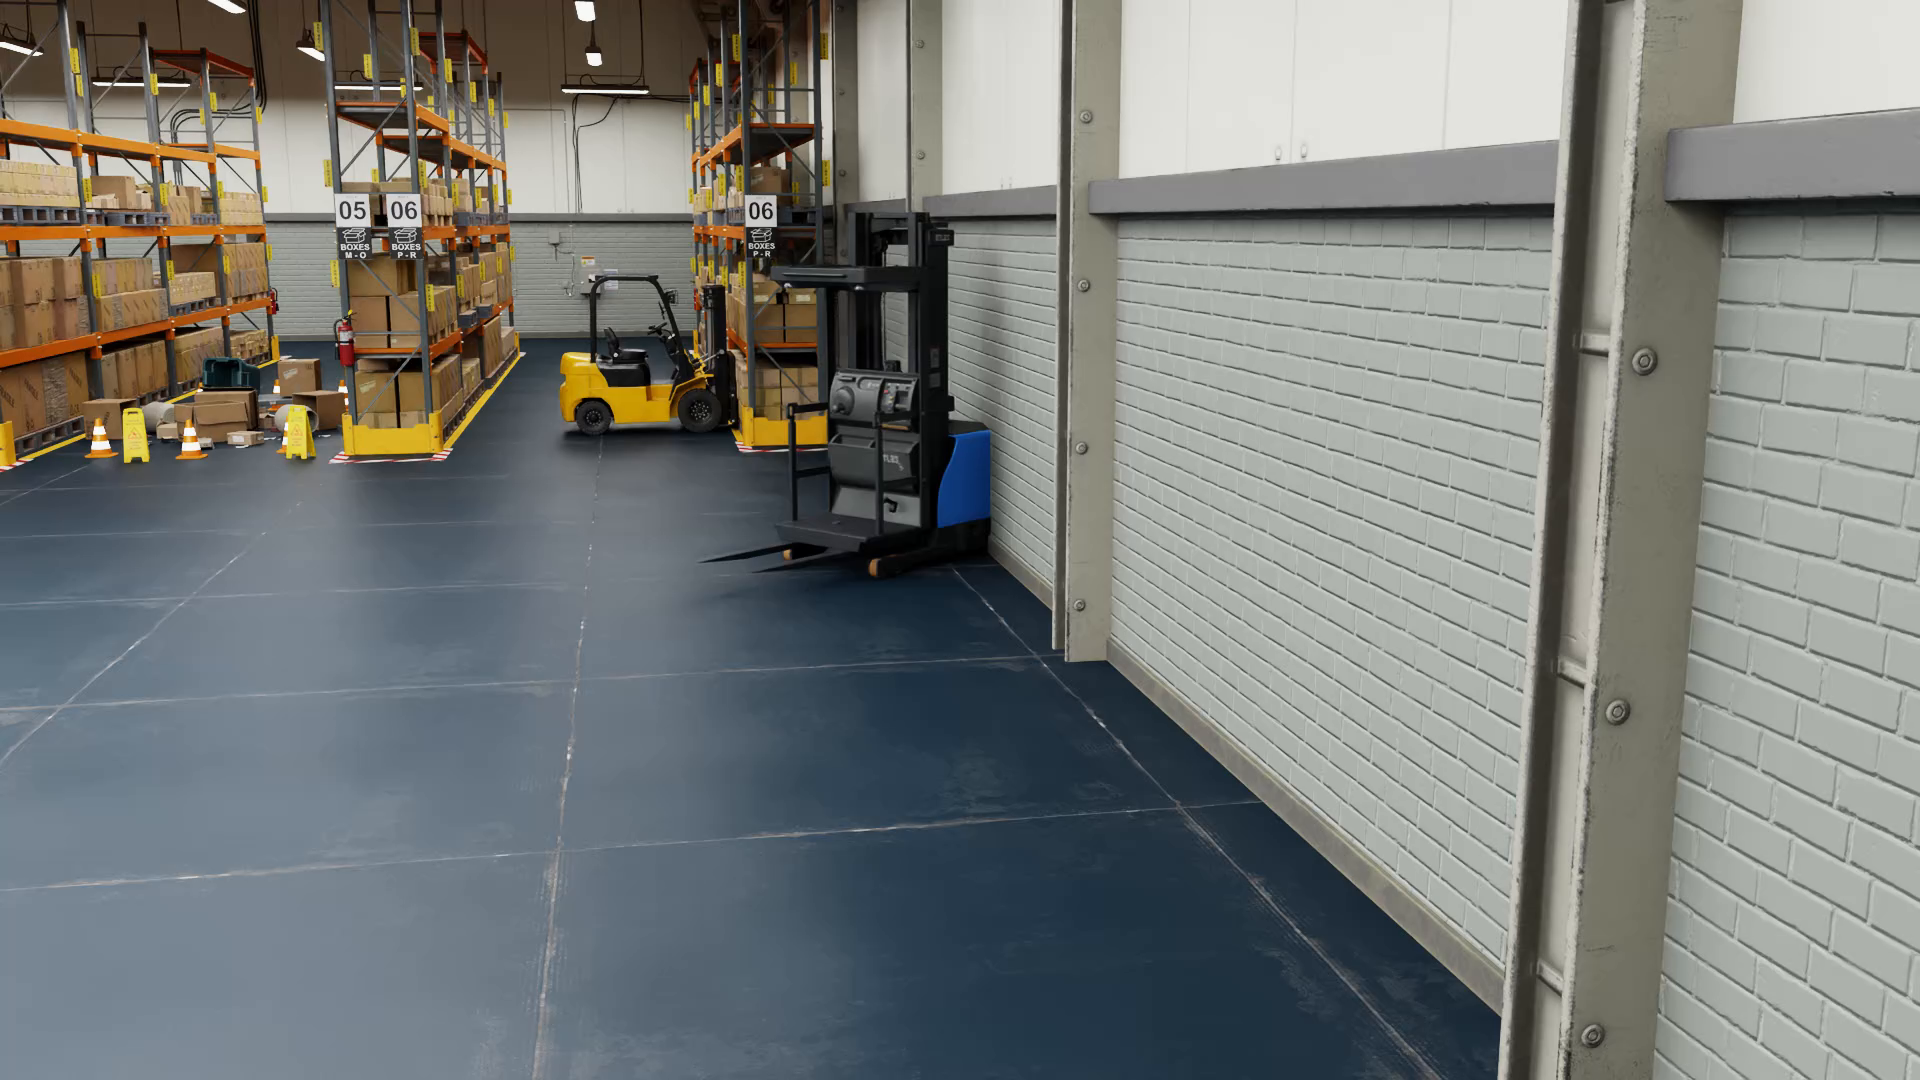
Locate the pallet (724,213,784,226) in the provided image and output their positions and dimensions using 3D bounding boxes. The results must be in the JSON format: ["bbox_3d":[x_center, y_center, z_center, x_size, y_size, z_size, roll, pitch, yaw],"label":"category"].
[{"bbox_3d":[-3.228,-5.025,26.065,0.805,0.209,1.217,-3,11,-13],"label":"pallet"}]

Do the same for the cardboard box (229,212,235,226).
[{"bbox_3d":[-14.241,-6.158,31.905,0.500,0.250,0.500,-2,11,-12],"label":"cardboard box"}]

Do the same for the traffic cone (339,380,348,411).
[{"bbox_3d":[-9.527,-2.233,25.693,0.336,0.463,0.334,-2,11,-11],"label":"traffic cone"}]

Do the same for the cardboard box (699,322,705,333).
[{"bbox_3d":[-5.352,-4.549,36.630,0.797,0.503,0.637,-3,11,-13],"label":"cardboard box"}]

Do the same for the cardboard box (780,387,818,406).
[{"bbox_3d":[-2.154,-1.946,22.290,0.500,0.250,0.500,-2,11,-10],"label":"cardboard box"}]

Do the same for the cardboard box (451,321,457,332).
[{"bbox_3d":[-7.495,-3.086,24.061,0.380,0.149,0.250,-2,11,-10],"label":"cardboard box"}]

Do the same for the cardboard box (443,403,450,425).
[{"bbox_3d":[-7.112,-1.677,22.215,0.500,0.250,0.500,-2,11,-9],"label":"cardboard box"}]

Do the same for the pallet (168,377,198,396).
[{"bbox_3d":[-13.676,-2.612,28.353,1.003,0.211,1.213,-2,11,-11],"label":"pallet"}]

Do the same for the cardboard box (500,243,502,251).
[{"bbox_3d":[-9.553,-5.977,33.899,0.380,0.149,0.250,-2,11,-11],"label":"cardboard box"}]

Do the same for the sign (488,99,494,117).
[{"bbox_3d":[-8.938,-8.237,31.697,0.100,0.325,0.005,-2,11,-11],"label":"sign"}]

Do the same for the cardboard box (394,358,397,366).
[{"bbox_3d":[-7.778,-2.409,22.321,0.380,0.149,0.250,-2,11,-9],"label":"cardboard box"}]

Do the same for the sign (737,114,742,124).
[{"bbox_3d":[-4.829,-9.185,36.467,0.100,0.325,0.005,-2,11,-11],"label":"sign"}]

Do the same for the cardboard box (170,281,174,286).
[{"bbox_3d":[-13.481,-4.354,28.009,0.380,0.149,0.250,-2,11,-13],"label":"cardboard box"}]

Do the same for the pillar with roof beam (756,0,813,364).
[{"bbox_3d":[-6.907,-6.802,26.867,9.100,9.000,0.548,-2,11,-11],"label":"pillar with roof beam"}]

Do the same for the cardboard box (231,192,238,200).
[{"bbox_3d":[-14.331,-6.718,32.446,0.380,0.149,0.250,-2,11,-8],"label":"cardboard box"}]

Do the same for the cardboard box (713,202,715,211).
[{"bbox_3d":[-4.052,-5.757,28.633,0.380,0.166,0.250,-2,11,-11],"label":"cardboard box"}]

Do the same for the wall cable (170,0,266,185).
[{"bbox_3d":[-17.686,-10.833,39.443,2.277,5.999,0.120,-2,11,-11],"label":"wall cable"}]

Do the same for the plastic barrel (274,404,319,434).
[{"bbox_3d":[-9.021,-1.628,22.616,0.512,0.421,0.421,6,12,28],"label":"plastic barrel"}]

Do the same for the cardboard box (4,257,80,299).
[{"bbox_3d":[-12.489,-3.543,22.500,0.875,0.550,0.550,-2,11,-11],"label":"cardboard box"}]

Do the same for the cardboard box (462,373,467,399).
[{"bbox_3d":[-8.017,-2.315,25.240,0.950,0.372,0.625,-2,11,-10],"label":"cardboard box"}]

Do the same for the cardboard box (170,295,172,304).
[{"bbox_3d":[-13.415,-4.010,27.793,0.380,0.149,0.250,-2,11,-12],"label":"cardboard box"}]

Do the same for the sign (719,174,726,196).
[{"bbox_3d":[-3.574,-5.345,25.009,0.100,0.325,0.005,-2,11,-11],"label":"sign"}]

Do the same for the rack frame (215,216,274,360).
[{"bbox_3d":[-15.082,-5.305,35.048,1.000,3.000,0.127,-2,11,-11],"label":"rack frame"}]

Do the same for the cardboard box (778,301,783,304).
[{"bbox_3d":[-2.213,-2.995,22.645,0.500,0.500,0.500,-2,11,-9],"label":"cardboard box"}]

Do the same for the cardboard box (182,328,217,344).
[{"bbox_3d":[-13.824,-3.696,30.151,0.500,0.250,0.500,-2,11,-8],"label":"cardboard box"}]

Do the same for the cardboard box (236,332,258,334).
[{"bbox_3d":[-14.575,-4.175,34.018,0.380,0.149,0.250,-3,11,-13],"label":"cardboard box"}]

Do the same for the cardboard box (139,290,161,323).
[{"bbox_3d":[-13.079,-3.723,26.467,0.500,0.500,0.500,-2,11,-11],"label":"cardboard box"}]

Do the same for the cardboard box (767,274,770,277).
[{"bbox_3d":[-2.677,-3.903,24.883,0.380,0.149,0.250,-2,11,-13],"label":"cardboard box"}]

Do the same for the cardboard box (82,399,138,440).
[{"bbox_3d":[-11.439,-1.630,22.419,0.500,0.500,0.500,0,11,-1],"label":"cardboard box"}]

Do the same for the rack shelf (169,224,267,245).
[{"bbox_3d":[-14.693,-6.059,32.908,1.077,0.370,4.000,-2,11,-11],"label":"rack shelf"}]

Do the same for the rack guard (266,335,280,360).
[{"bbox_3d":[-15.067,-4.063,35.209,1.175,0.500,0.348,-2,11,-11],"label":"rack guard"}]

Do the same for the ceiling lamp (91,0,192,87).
[{"bbox_3d":[-18.002,-11.543,36.162,2.000,3.185,0.800,-2,11,-11],"label":"ceiling lamp"}]

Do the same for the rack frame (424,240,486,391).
[{"bbox_3d":[-8.690,-4.037,28.383,1.000,3.000,0.127,-2,11,-11],"label":"rack frame"}]

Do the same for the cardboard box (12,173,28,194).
[{"bbox_3d":[-12.011,-4.456,20.777,0.500,0.250,0.500,-2,11,-11],"label":"cardboard box"}]

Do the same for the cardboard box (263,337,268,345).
[{"bbox_3d":[-14.699,-4.171,34.794,0.380,0.149,0.250,-2,11,-13],"label":"cardboard box"}]

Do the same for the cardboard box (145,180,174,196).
[{"bbox_3d":[-13.434,-5.916,27.917,0.396,0.266,0.258,-2,11,-11],"label":"cardboard box"}]

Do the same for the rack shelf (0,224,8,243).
[{"bbox_3d":[-19.578,-5.897,32.058,1.077,0.370,4.000,-2,11,-11],"label":"rack shelf"}]

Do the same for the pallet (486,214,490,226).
[{"bbox_3d":[-9.241,-5.983,31.100,0.805,0.209,1.217,-3,11,-13],"label":"pallet"}]

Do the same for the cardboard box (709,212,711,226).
[{"bbox_3d":[-4.258,-5.795,30.001,0.500,0.250,0.500,-2,11,-11],"label":"cardboard box"}]

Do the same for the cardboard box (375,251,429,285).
[{"bbox_3d":[-8.039,-3.901,23.932,0.700,0.500,0.500,-2,11,-12],"label":"cardboard box"}]

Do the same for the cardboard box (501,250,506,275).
[{"bbox_3d":[-9.599,-5.687,34.109,0.500,0.500,0.500,-2,11,-11],"label":"cardboard box"}]

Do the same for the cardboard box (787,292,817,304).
[{"bbox_3d":[-2.077,-3.190,21.932,0.380,0.149,0.250,-2,11,-12],"label":"cardboard box"}]

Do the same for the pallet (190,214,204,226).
[{"bbox_3d":[-14.084,-5.646,29.317,1.213,0.211,1.003,-2,11,-11],"label":"pallet"}]

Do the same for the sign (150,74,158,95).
[{"bbox_3d":[-12.982,-7.343,26.786,0.100,0.325,0.005,-2,11,-11],"label":"sign"}]

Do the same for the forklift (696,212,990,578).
[{"bbox_3d":[-0.866,-1.233,13.834,1.130,2.935,3.031,9,14,39],"label":"forklift"}]

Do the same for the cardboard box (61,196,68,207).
[{"bbox_3d":[-12.262,-4.561,22.398,0.380,0.149,0.250,-2,11,-10],"label":"cardboard box"}]

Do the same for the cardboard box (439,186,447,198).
[{"bbox_3d":[-7.368,-4.856,23.204,0.380,0.149,0.250,-2,11,-9],"label":"cardboard box"}]

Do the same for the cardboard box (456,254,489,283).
[{"bbox_3d":[-8.738,-4.862,29.779,0.500,0.500,0.500,-2,11,-9],"label":"cardboard box"}]

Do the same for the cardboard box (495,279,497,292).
[{"bbox_3d":[-9.144,-4.870,31.826,0.500,0.250,0.500,-2,11,-11],"label":"cardboard box"}]

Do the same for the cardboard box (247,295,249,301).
[{"bbox_3d":[-14.577,-4.893,33.554,0.380,0.149,0.250,-3,11,-13],"label":"cardboard box"}]
